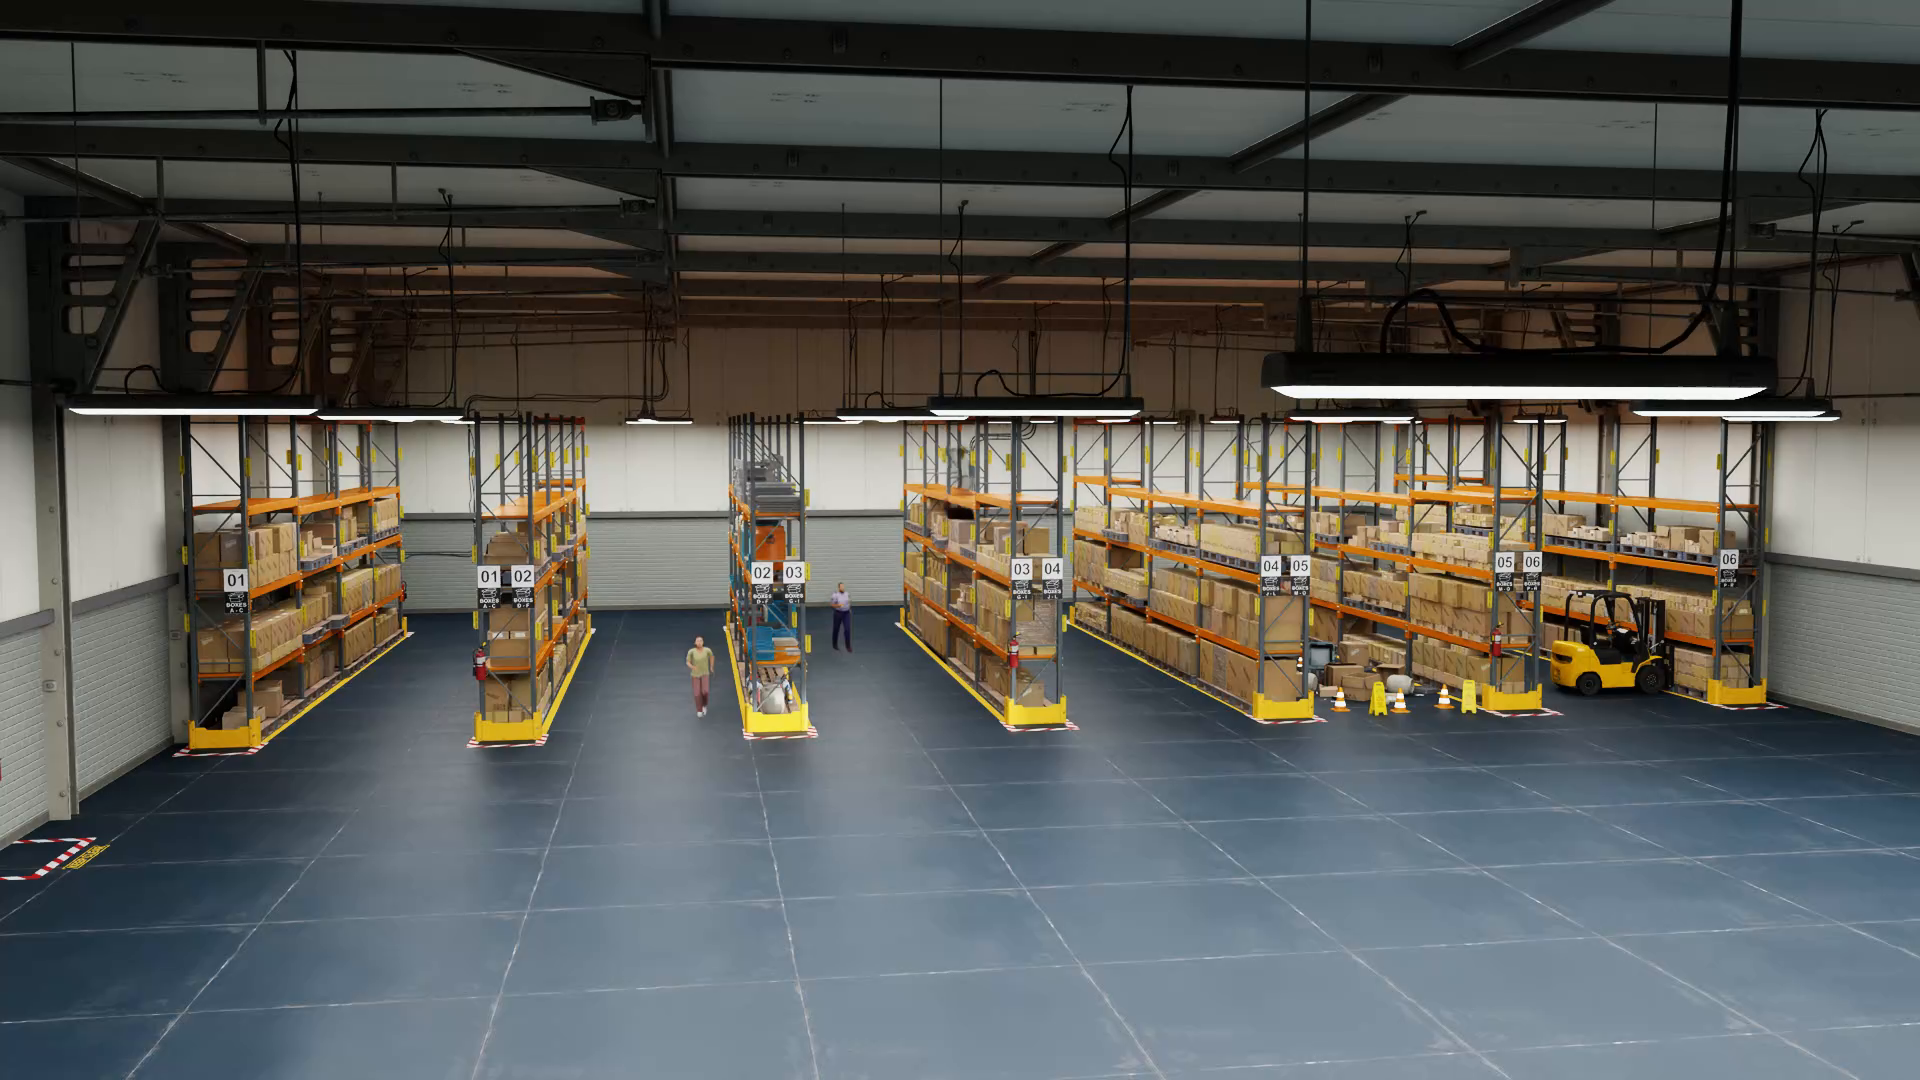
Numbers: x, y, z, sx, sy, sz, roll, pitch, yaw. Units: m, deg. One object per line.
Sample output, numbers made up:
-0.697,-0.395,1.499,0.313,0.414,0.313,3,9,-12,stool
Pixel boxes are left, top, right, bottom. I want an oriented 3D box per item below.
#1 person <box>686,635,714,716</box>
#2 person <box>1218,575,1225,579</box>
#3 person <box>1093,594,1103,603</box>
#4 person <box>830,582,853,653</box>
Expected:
-5.102,2.674,32.693,0.552,1.626,0.680,-1,4,-10,person
6.921,1.817,44.268,0.671,1.783,0.871,-1,4,-17,person
4.279,1.623,49.548,0.610,1.487,0.603,1,4,16,person
-2.889,1.873,40.555,0.599,1.681,0.841,-2,4,-24,person
